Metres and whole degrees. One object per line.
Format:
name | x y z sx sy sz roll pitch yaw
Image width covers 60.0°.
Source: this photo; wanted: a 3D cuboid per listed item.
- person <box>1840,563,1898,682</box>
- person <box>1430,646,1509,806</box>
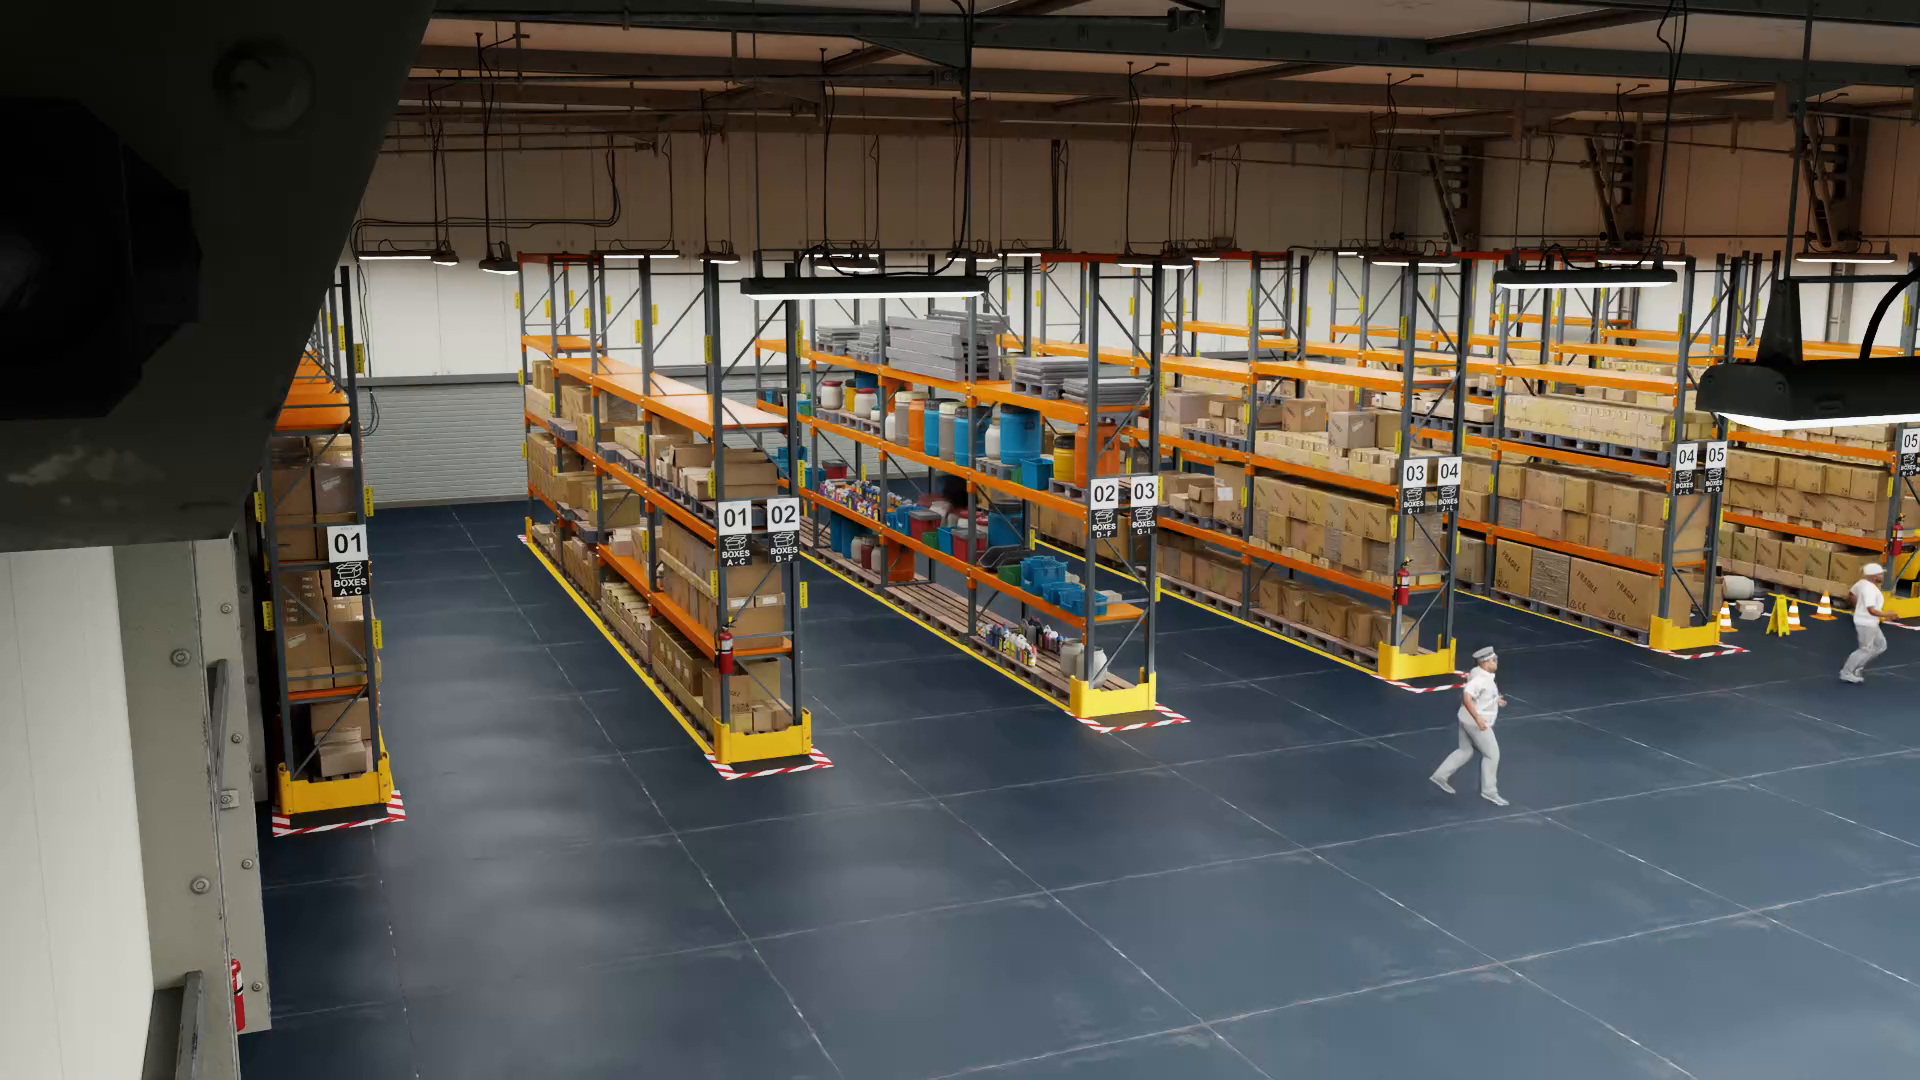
person | 12.969 1.191 23.692 0.659 1.752 0.722 5 11 25
person | 5.777 2.074 18.767 0.854 1.827 0.655 1 10 4
